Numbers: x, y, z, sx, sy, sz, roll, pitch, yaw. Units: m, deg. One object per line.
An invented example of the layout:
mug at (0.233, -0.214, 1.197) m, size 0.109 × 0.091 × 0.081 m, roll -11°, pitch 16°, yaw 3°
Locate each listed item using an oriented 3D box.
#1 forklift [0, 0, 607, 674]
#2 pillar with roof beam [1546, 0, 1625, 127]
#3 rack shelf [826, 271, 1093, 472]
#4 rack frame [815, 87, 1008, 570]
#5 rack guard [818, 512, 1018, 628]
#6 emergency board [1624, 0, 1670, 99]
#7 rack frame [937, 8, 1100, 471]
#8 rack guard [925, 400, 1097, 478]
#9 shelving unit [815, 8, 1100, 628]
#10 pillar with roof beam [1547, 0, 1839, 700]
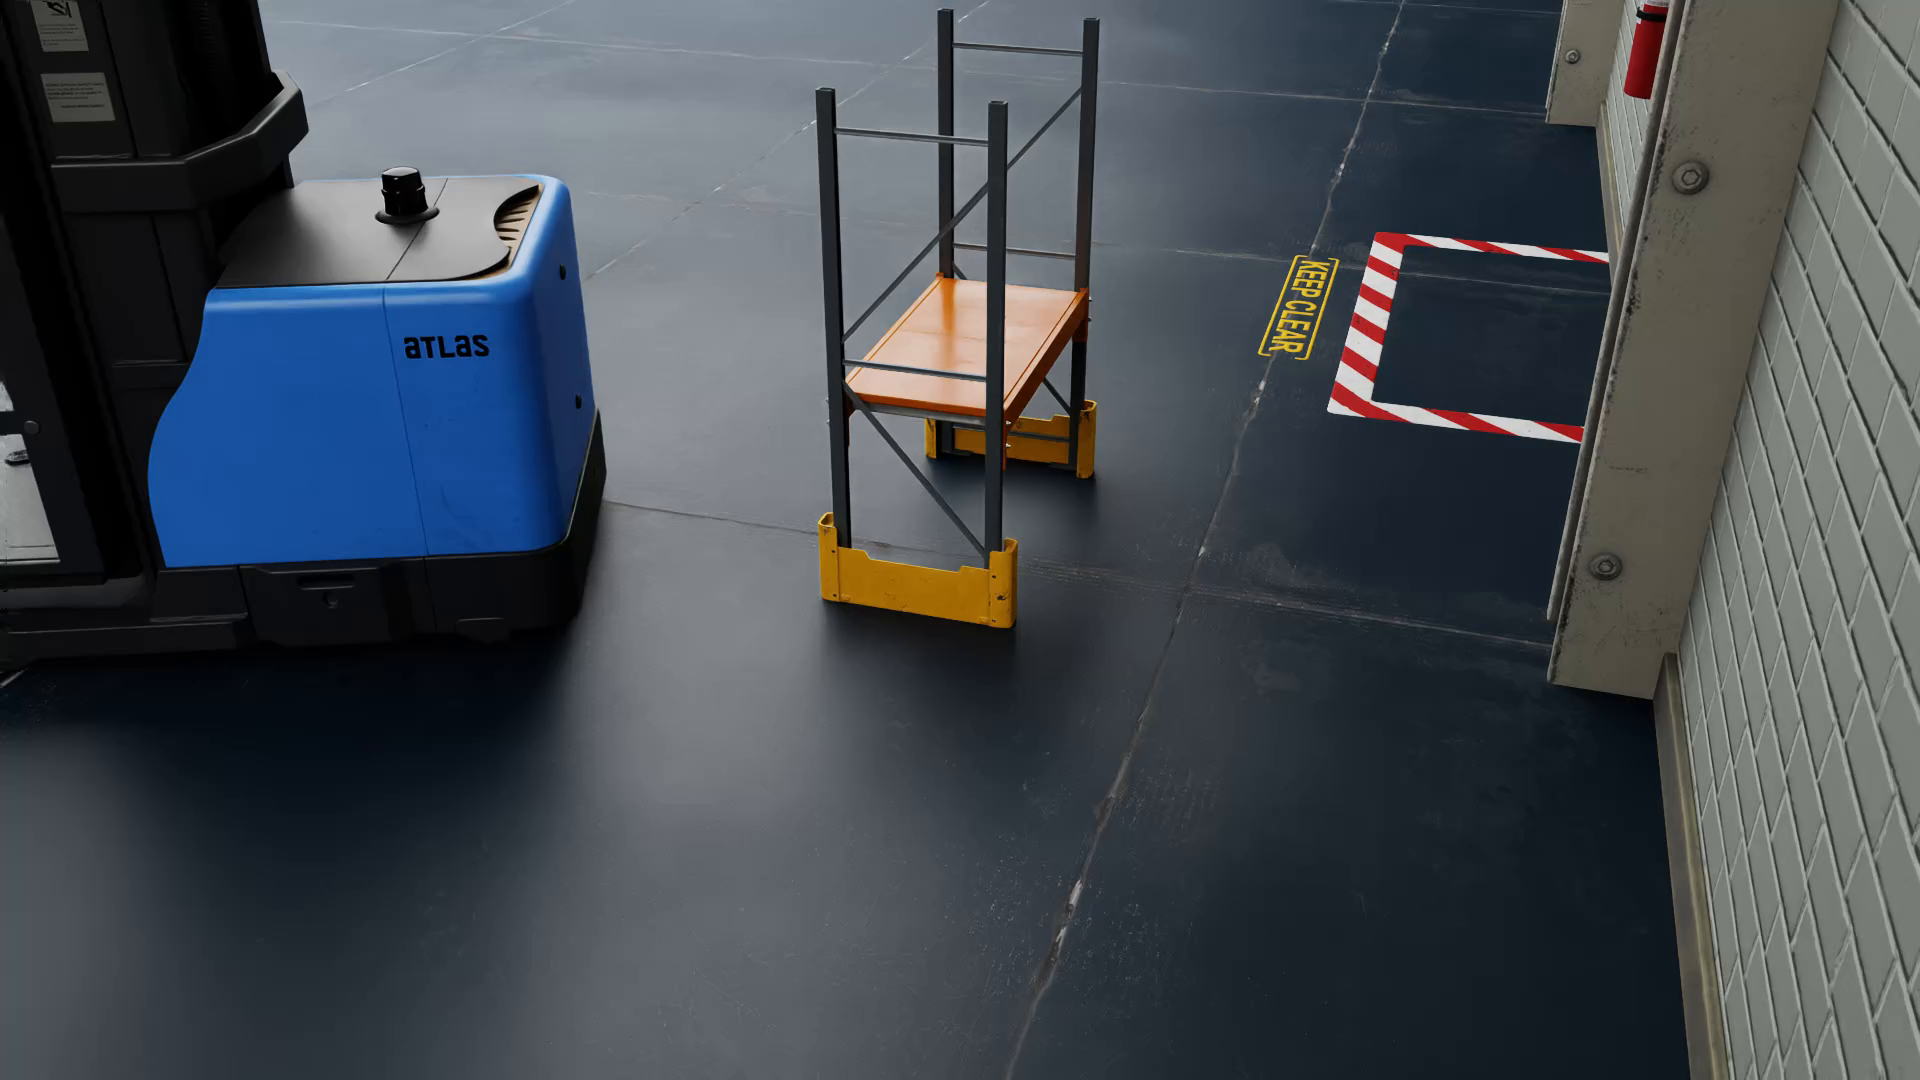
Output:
forklift at (-2.636, -1.161, 4.323) m, size 3.031 × 2.935 × 1.130 m, roll -3°, pitch 29°, yaw -5°
pillar with roof beam at (-0.541, -7.015, 8.603) m, size 9.100 × 9.000 × 0.400 m, roll 8°, pitch 30°, yaw 15°
rack shelf at (0.025, -0.538, 5.044) m, size 0.538 × 0.185 × 1.000 m, roll 8°, pitch 30°, yaw 15°
rack frame at (-0.124, -0.459, 4.532) m, size 0.500 × 1.500 × 0.032 m, roll 8°, pitch 30°, yaw 15°
rack guard at (-0.124, 0.087, 4.837) m, size 0.587 × 0.250 × 0.087 m, roll 8°, pitch 30°, yaw 15°
emergency board at (2.575, -2.133, 6.000) m, size 0.194 × 1.169 × 0.643 m, roll 8°, pitch 30°, yaw 15°
rack frame at (0.174, -0.931, 5.381) m, size 0.500 × 1.500 × 0.032 m, roll 8°, pitch 30°, yaw 15°
rack guard at (0.169, -0.376, 5.669) m, size 0.587 × 0.250 × 0.087 m, roll 8°, pitch 30°, yaw 15°
shelving unit at (0.022, -0.691, 4.949) m, size 0.587 × 1.500 × 1.083 m, roll 8°, pitch 30°, yaw 15°
pillar with roof beam at (-2.302, -4.226, 3.591) m, size 9.100 × 9.000 × 0.400 m, roll 8°, pitch 30°, yaw 15°
